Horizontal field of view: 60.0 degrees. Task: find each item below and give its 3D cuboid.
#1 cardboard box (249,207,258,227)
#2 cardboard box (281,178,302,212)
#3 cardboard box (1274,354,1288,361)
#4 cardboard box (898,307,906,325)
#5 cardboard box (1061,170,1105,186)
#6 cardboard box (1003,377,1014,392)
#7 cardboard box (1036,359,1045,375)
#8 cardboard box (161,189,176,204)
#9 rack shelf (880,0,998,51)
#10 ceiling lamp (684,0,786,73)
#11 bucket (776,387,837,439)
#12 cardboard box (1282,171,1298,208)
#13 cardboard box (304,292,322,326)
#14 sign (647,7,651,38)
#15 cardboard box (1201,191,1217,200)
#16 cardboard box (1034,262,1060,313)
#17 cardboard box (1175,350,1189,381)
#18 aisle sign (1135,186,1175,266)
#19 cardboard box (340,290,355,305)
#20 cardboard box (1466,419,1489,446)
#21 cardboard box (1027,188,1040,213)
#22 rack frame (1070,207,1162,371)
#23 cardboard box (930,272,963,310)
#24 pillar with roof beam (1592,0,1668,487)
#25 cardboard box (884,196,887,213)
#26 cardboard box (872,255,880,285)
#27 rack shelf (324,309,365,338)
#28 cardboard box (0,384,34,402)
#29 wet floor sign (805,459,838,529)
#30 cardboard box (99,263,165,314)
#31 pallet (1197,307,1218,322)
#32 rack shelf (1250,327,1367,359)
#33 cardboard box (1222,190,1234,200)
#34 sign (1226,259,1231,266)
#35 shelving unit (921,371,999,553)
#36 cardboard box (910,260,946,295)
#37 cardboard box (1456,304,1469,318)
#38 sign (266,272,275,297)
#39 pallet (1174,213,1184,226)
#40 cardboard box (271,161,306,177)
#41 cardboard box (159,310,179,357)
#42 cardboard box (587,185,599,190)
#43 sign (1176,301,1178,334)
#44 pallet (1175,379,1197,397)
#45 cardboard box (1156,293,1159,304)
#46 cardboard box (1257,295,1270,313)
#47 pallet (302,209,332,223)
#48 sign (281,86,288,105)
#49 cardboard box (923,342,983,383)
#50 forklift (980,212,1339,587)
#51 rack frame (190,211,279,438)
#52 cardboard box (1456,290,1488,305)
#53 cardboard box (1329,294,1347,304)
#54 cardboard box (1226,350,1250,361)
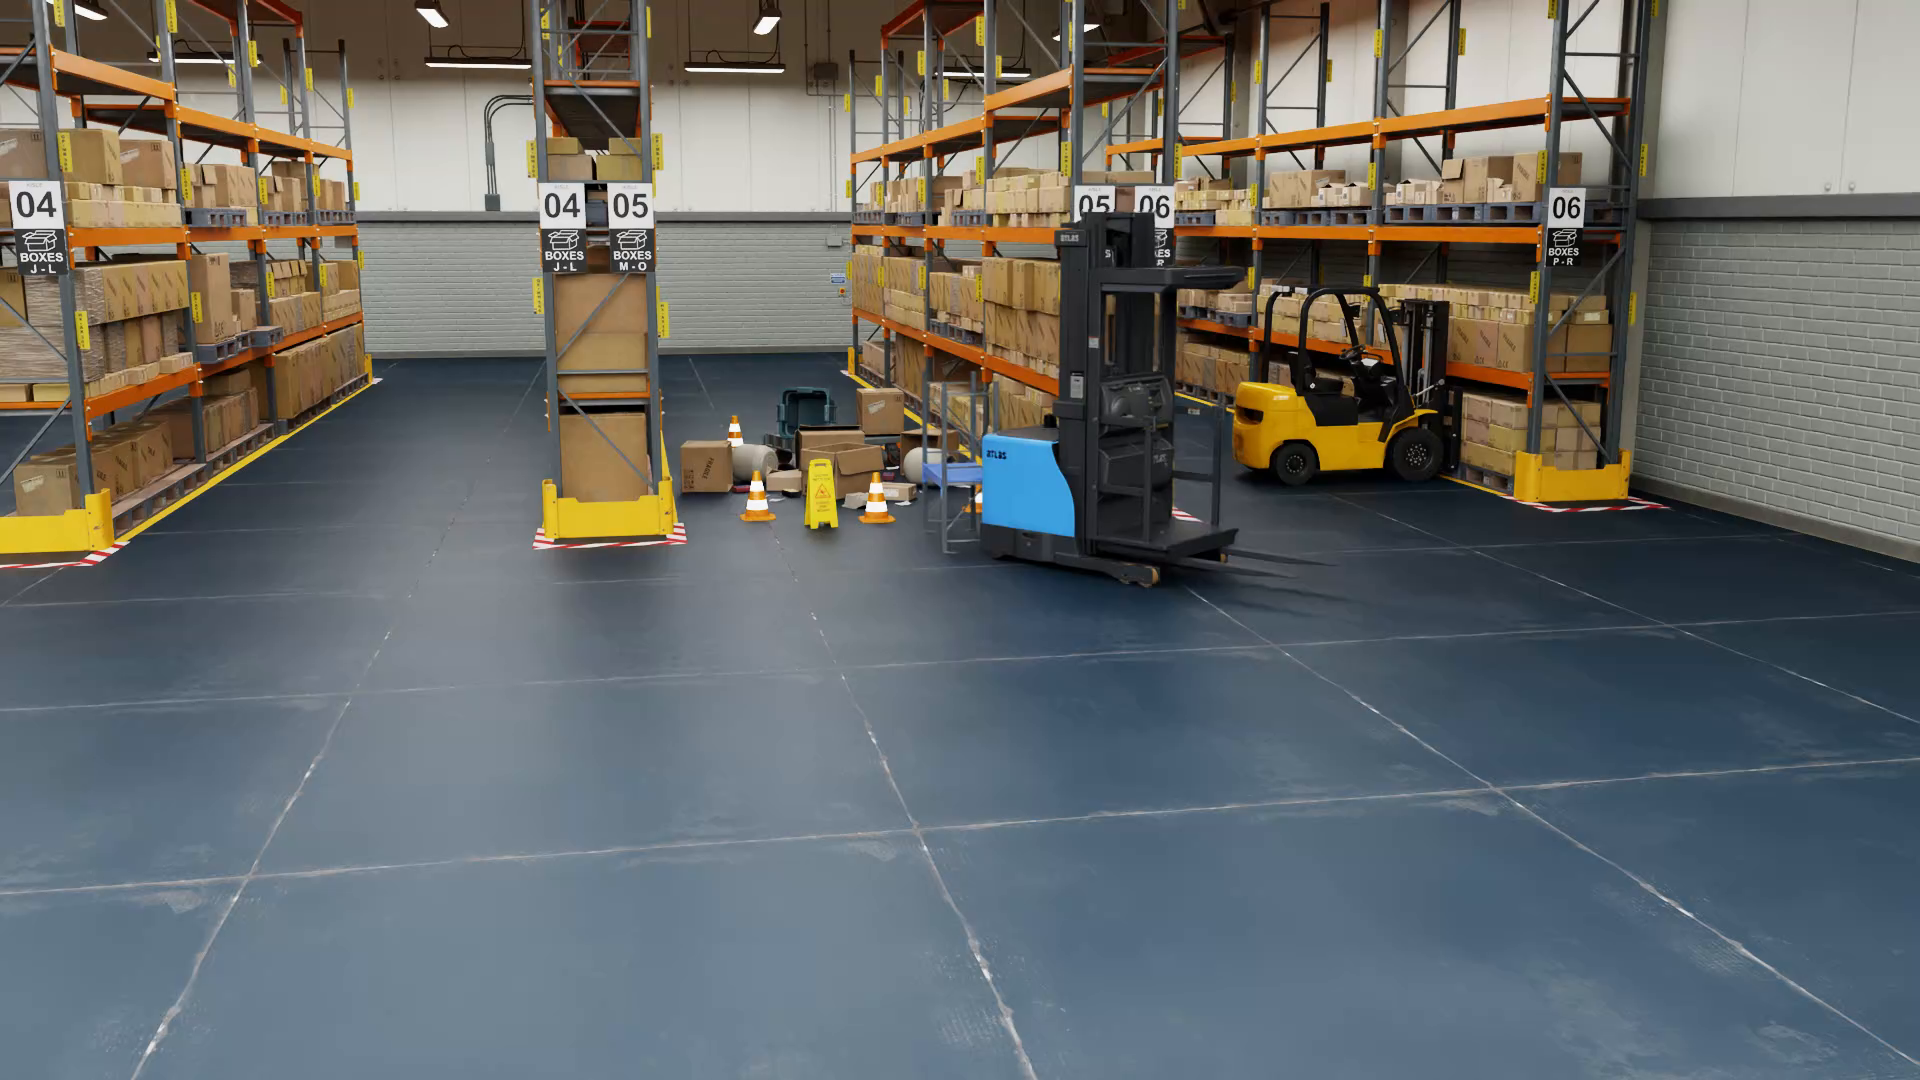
[{"bbox_3d":[-9.383,-4.169,21.454,0.500,0.250,0.500,-2,11,-11],"label":"cardboard box"},{"bbox_3d":[-10.371,-5.204,25.100,0.700,0.500,0.500,-2,11,-10],"label":"cardboard box"},{"bbox_3d":[5.077,-2.793,25.673,0.380,0.149,0.250,-2,11,-8],"label":"cardboard box"},{"bbox_3d":[-0.672,-3.496,25.941,0.500,0.250,0.500,-2,11,-12],"label":"cardboard box"},{"bbox_3d":[1.205,-3.533,16.254,0.380,0.149,0.250,-2,11,-10],"label":"cardboard box"},{"bbox_3d":[0.700,-1.779,19.011,0.380,0.149,0.250,-2,11,-9],"label":"cardboard box"},{"bbox_3d":[1.011,-1.814,17.376,0.380,0.149,0.250,-2,11,-10],"label":"cardboard box"},{"bbox_3d":[-8.591,-3.660,17.716,0.380,0.149,0.250,-2,11,-9],"label":"cardboard box"},{"bbox_3d":[-0.384,-7.801,25.148,1.077,0.370,4.000,-2,11,-11],"label":"rack shelf"},{"bbox_3d":[-4.451,-10.893,32.751,2.000,3.185,0.800,-2,11,-11],"label":"ceiling lamp"},{"bbox_3d":[-1.765,-1.473,19.601,0.726,0.611,0.620,2,1,9],"label":"bucket"},{"bbox_3d":[4.971,-4.936,23.427,0.700,0.500,0.500,-2,11,-12],"label":"cardboard box"},{"bbox_3d":[-10.135,-3.554,25.578,0.500,0.500,0.500,-2,11,-11],"label":"cardboard box"},{"bbox_3d":[-3.504,-5.775,18.547,0.100,0.325,0.005,-2,11,-11],"label":"sign"},{"bbox_3d":[4.080,-5.523,26.654,0.380,0.149,0.250,-2,11,-11],"label":"cardboard box"},{"bbox_3d":[1.156,-2.605,17.125,0.700,0.500,0.500,-2,11,-10],"label":"cardboard box"},{"bbox_3d":[3.968,-3.004,28.517,0.500,0.500,0.500,-2,11,-9],"label":"cardboard box"},{"bbox_3d":[1.877,-3.017,16.073,0.394,0.787,0.004,-2,11,-11],"label":"aisle sign"},{"bbox_3d":[-10.819,-4.214,28.922,0.500,0.250,0.500,-2,11,-12],"label":"cardboard box"},{"bbox_3d":[5.941,-1.193,18.334,0.500,0.250,0.500,-2,11,-12],"label":"cardboard box"},{"bbox_3d":[0.995,-3.557,17.448,0.500,0.250,0.500,-2,11,-9],"label":"cardboard box"},{"bbox_3d":[1.561,-1.740,16.316,1.000,3.000,0.127,-2,11,-11],"label":"rack frame"},{"bbox_3d":[-0.135,-3.518,23.471,0.500,0.500,0.500,-2,11,-13],"label":"cardboard box"},{"bbox_3d":[2.955,-4.872,16.728,9.100,9.000,0.400,-2,11,-11],"label":"pillar with roof beam"},{"bbox_3d":[-1.019,-5.450,27.024,0.396,0.266,0.258,-2,11,-12],"label":"cardboard box"},{"bbox_3d":[-1.227,-4.651,28.669,0.500,0.500,0.500,-2,11,-12],"label":"cardboard box"},{"bbox_3d":[-10.883,-3.594,27.981,1.077,0.370,4.000,-2,11,-11],"label":"rack shelf"},{"bbox_3d":[-8.418,-1.301,14.682,0.380,0.149,0.250,-2,11,-11],"label":"cardboard box"},{"bbox_3d":[-1.327,-0.452,15.844,0.267,0.644,0.232,-4,12,-21],"label":"wet floor sign"},{"bbox_3d":[-8.386,-2.544,16.802,0.500,0.500,0.500,-2,11,-11],"label":"cardboard box"},{"bbox_3d":[4.490,-3.651,26.868,1.003,0.211,1.213,-2,11,-11],"label":"pallet"},{"bbox_3d":[5.262,-2.668,23.117,1.077,0.370,4.000,-2,11,-11],"label":"rack shelf"},{"bbox_3d":[4.315,-5.374,25.928,0.380,0.149,0.250,-2,11,-12],"label":"cardboard box"},{"bbox_3d":[4.639,-4.712,28.833,0.100,0.325,0.005,-2,11,-11],"label":"sign"},{"bbox_3d":[-0.006,-0.725,14.995,0.538,1.500,1.048,-2,11,-11],"label":"shelving unit"},{"bbox_3d":[-0.460,-3.927,24.864,0.500,0.500,0.500,-2,11,-10],"label":"cardboard box"},{"bbox_3d":[5.813,-2.577,18.710,0.380,0.149,0.250,-2,11,-11],"label":"cardboard box"},{"bbox_3d":[-9.186,-3.398,22.144,0.100,0.325,0.005,-2,11,-11],"label":"sign"},{"bbox_3d":[4.153,-5.381,27.927,1.213,0.211,1.003,-2,11,-11],"label":"pallet"},{"bbox_3d":[-10.671,-5.900,26.485,0.500,0.250,0.500,-3,11,-15],"label":"cardboard box"},{"bbox_3d":[-8.911,-2.224,17.795,0.875,0.500,0.500,-2,11,-11],"label":"cardboard box"},{"bbox_3d":[-4.233,-3.977,18.260,0.500,0.250,0.500,-2,11,-11],"label":"cardboard box"},{"bbox_3d":[2.093,-2.185,16.339,0.100,0.325,0.005,-2,11,-11],"label":"sign"},{"bbox_3d":[4.290,-2.604,28.316,1.003,0.211,1.213,-2,11,-11],"label":"pallet"},{"bbox_3d":[3.757,-4.279,29.262,0.500,0.250,0.500,-2,11,-10],"label":"cardboard box"},{"bbox_3d":[4.695,-3.469,24.466,0.500,0.250,0.500,-2,11,-11],"label":"cardboard box"},{"bbox_3d":[-10.643,-5.161,26.505,1.003,0.211,1.213,-2,11,-11],"label":"pallet"},{"bbox_3d":[-11.818,-7.779,29.078,0.100,0.325,0.005,-2,11,-11],"label":"sign"},{"bbox_3d":[-0.048,-2.500,24.866,0.875,0.875,0.875,-2,11,-12],"label":"cardboard box"},{"bbox_3d":[1.613,-1.175,13.530,3.031,2.935,1.130,9,14,40],"label":"forklift"},{"bbox_3d":[-9.716,-2.847,22.132,1.000,3.000,0.127,-2,11,-11],"label":"rack frame"},{"bbox_3d":[5.806,-2.724,18.686,0.380,0.149,0.250,-2,11,-10],"label":"cardboard box"},{"bbox_3d":[5.122,-3.214,22.059,0.380,0.149,0.250,-2,11,-13],"label":"cardboard box"},{"bbox_3d":[4.430,-2.916,26.321,0.380,0.149,0.250,-2,11,-9],"label":"cardboard box"}]
